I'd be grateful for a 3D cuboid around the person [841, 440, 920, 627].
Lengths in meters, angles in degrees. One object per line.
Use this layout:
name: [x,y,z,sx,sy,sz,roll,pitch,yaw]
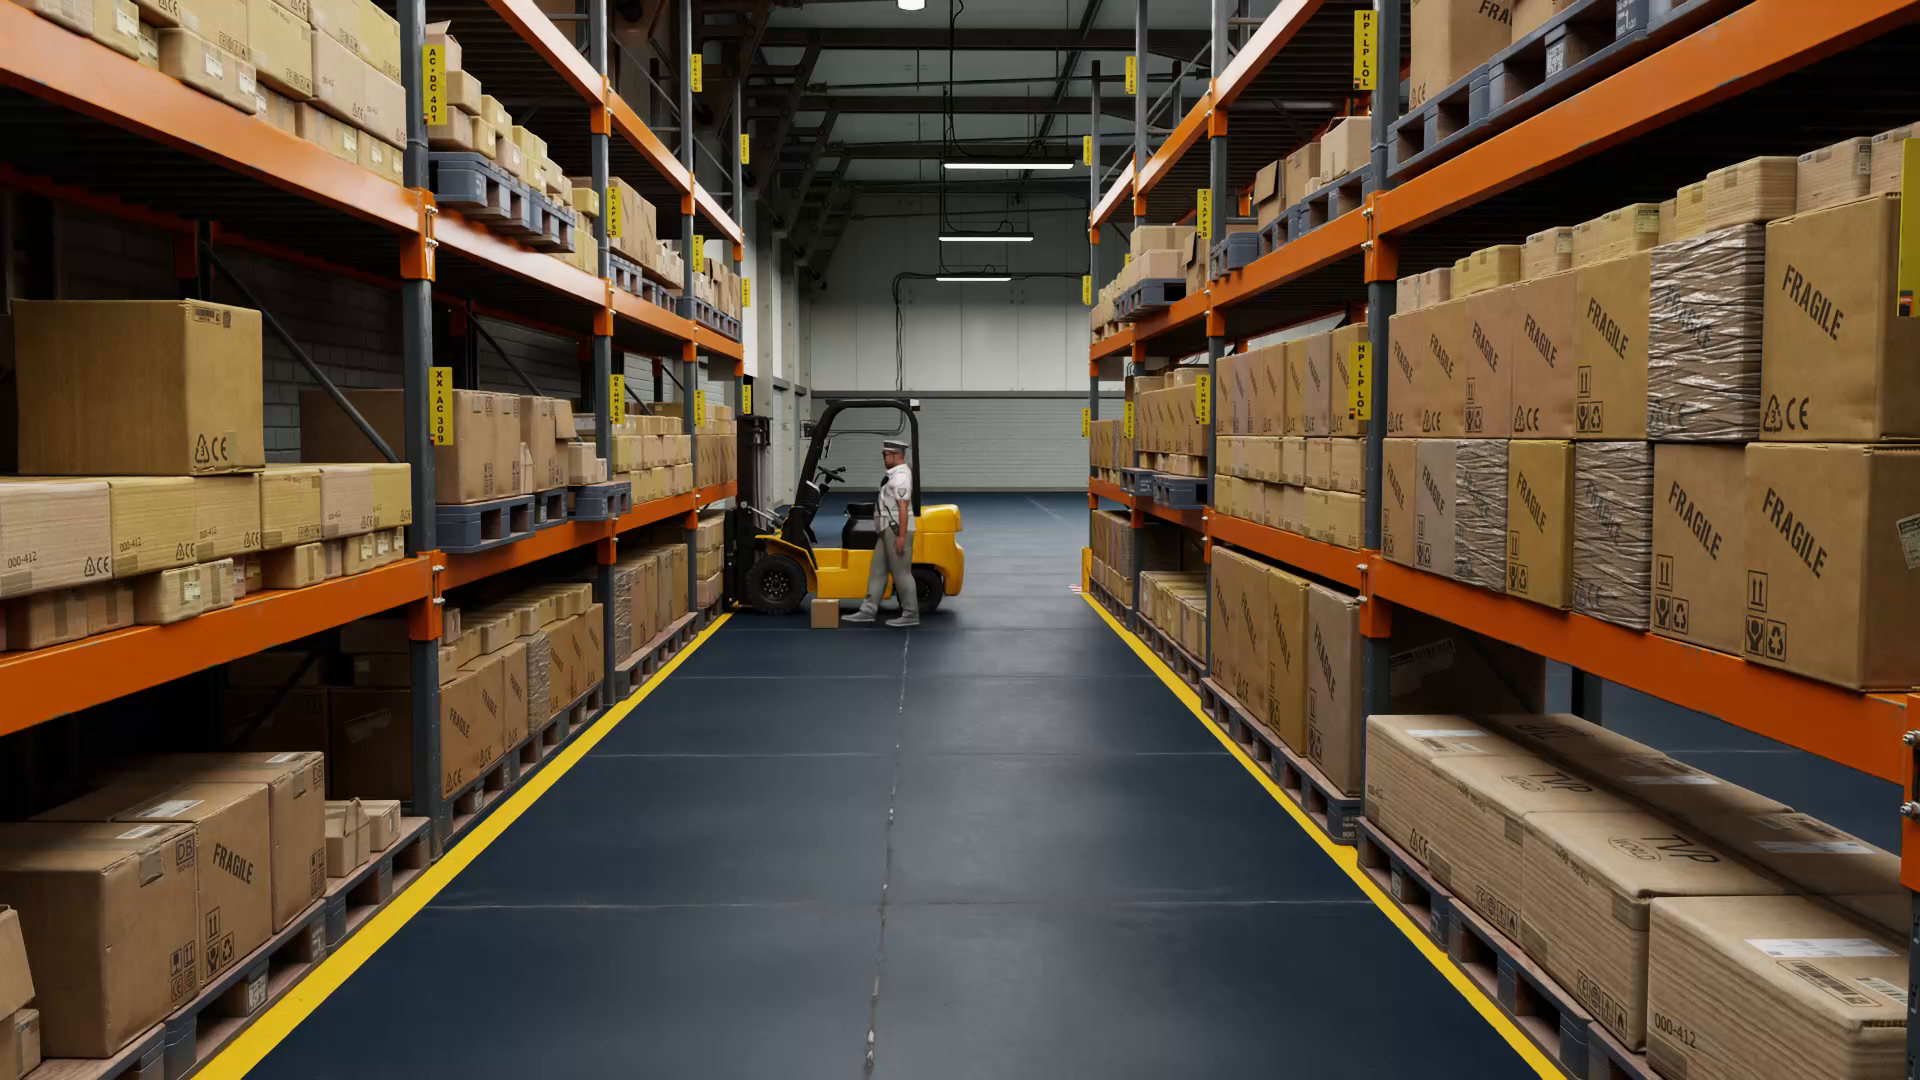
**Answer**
person: [-0.744,-0.064,15.496,0.736,1.742,0.562,0,4,-6]
